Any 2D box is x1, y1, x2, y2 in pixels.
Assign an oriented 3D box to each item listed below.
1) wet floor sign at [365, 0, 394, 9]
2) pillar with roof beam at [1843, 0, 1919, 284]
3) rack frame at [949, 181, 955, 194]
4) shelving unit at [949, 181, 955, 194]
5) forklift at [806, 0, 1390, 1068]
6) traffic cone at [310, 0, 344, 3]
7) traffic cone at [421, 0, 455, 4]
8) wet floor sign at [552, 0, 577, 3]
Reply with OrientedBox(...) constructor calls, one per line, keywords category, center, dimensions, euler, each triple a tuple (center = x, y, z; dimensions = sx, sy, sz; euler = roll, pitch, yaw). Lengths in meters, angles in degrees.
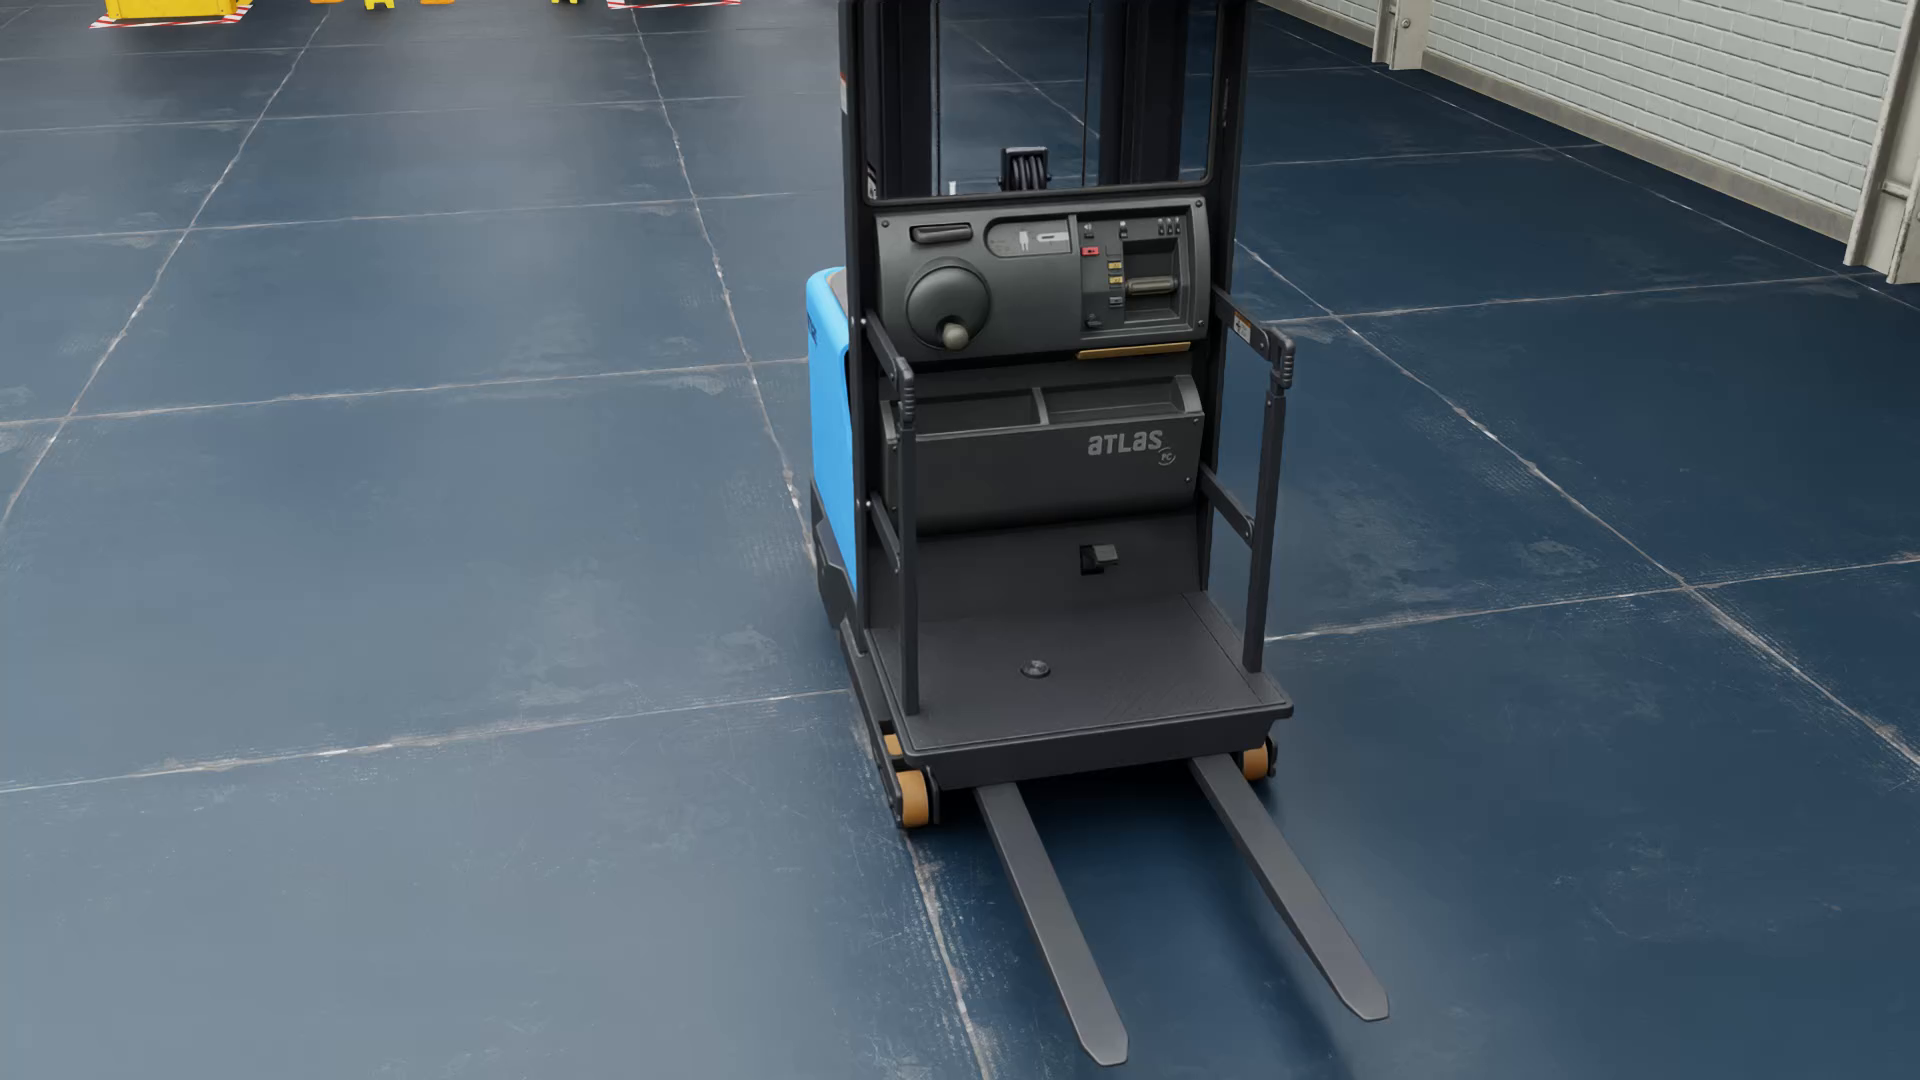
OrientedBox(category="wet floor sign", center=(-5.979, -5.779, 16.984), dimensions=(0.267, 0.644, 0.232), euler=(-11, 29, -20))
OrientedBox(category="pillar with roof beam", center=(0.951, -5.065, 6.297), dimensions=(9.100, 9.000, 0.400), euler=(-6, 27, -12))
OrientedBox(category="rack frame", center=(-0.138, -0.805, 6.512), dimensions=(0.240, 1.200, 0.015), euler=(-6, 27, -12))
OrientedBox(category="shelving unit", center=(-0.083, -0.697, 6.300), dimensions=(0.258, 1.200, 0.503), euler=(-6, 27, -12))
OrientedBox(category="forklift", center=(0.286, -0.688, 4.361), dimensions=(1.130, 2.935, 3.031), euler=(-6, 27, -12))
OrientedBox(category="traffic cone", center=(-6.651, -5.887, 17.399), dimensions=(0.336, 0.463, 0.334), euler=(-6, 27, -12))
OrientedBox(category="traffic cone", center=(-5.474, -5.852, 17.331), dimensions=(0.336, 0.463, 0.334), euler=(-6, 27, -12))
OrientedBox(category="wet floor sign", center=(-4.115, -5.946, 17.314), dimensions=(0.267, 0.644, 0.232), euler=(3, 27, 6))
